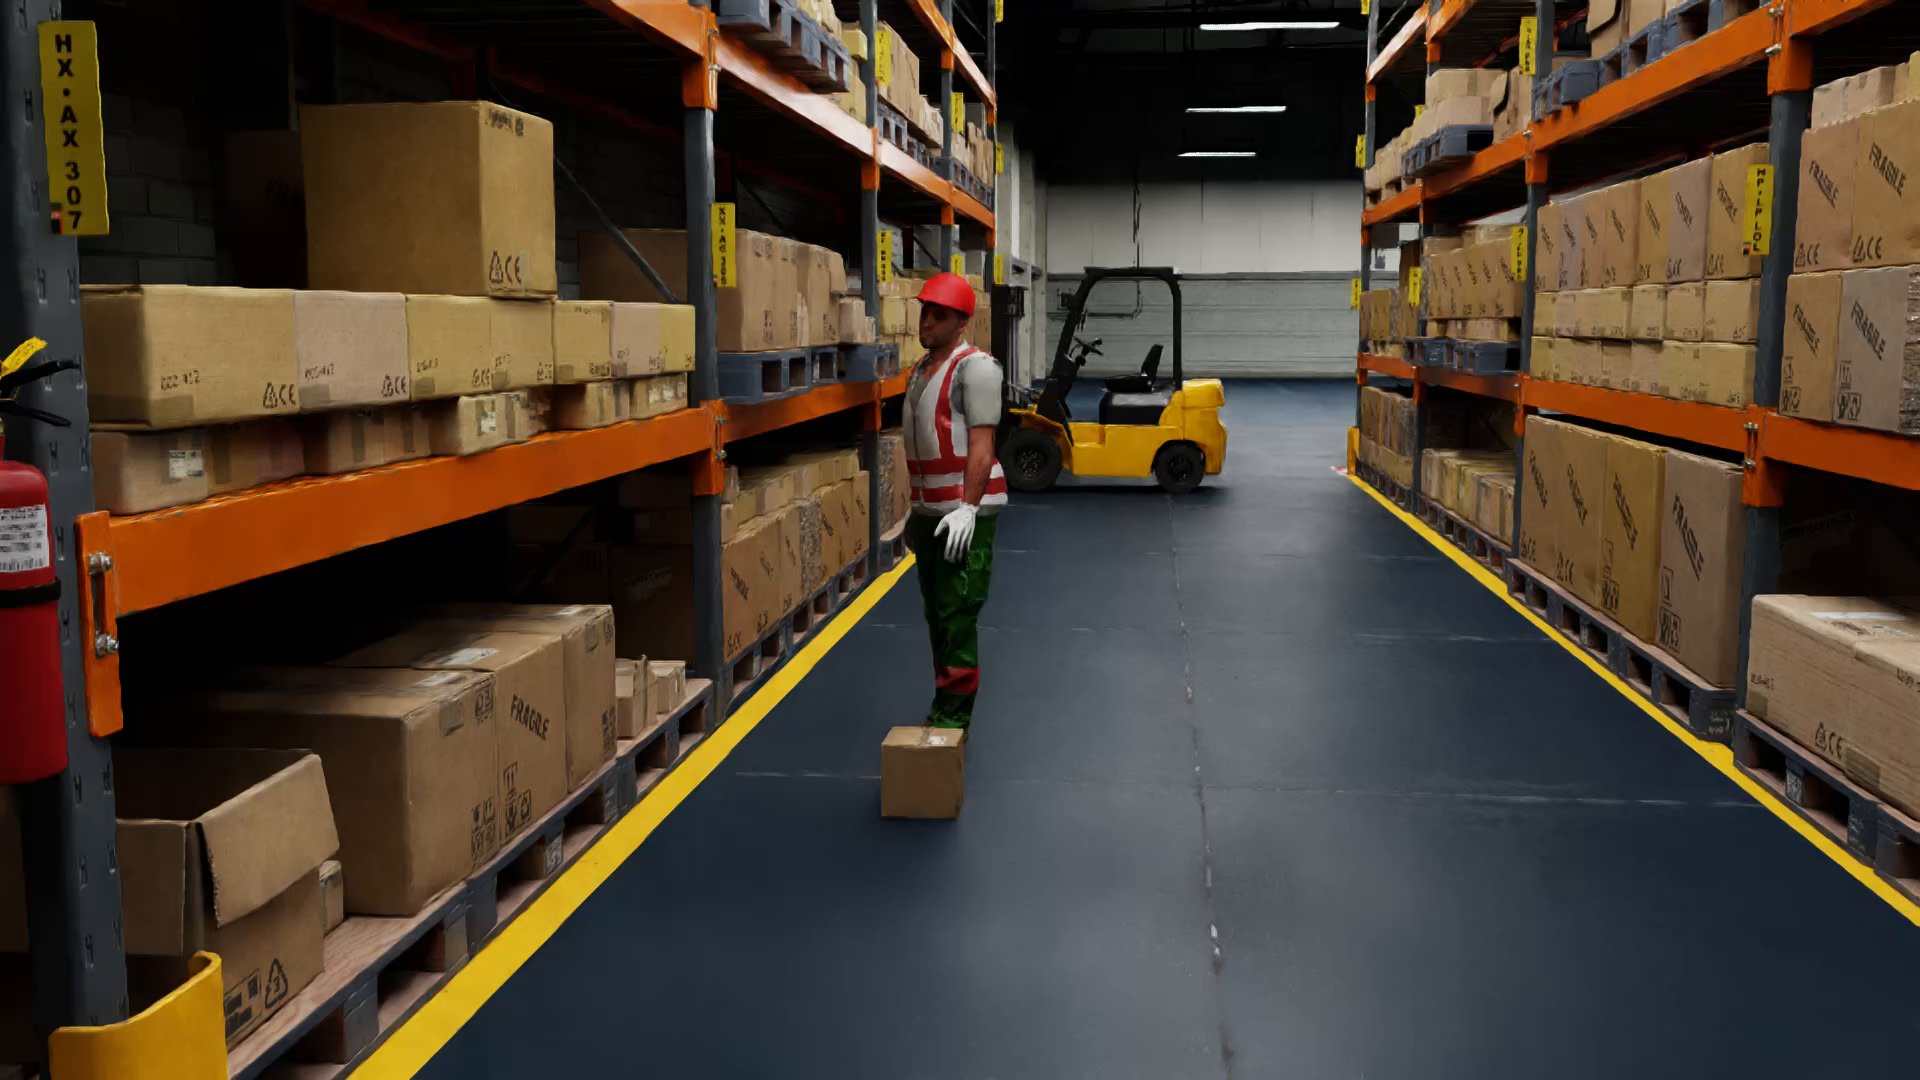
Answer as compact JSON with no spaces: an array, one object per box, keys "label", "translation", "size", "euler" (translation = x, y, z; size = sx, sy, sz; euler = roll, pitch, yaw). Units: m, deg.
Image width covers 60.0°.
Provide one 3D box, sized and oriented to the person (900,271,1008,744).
[{"label":"person","translation":[-0.121,-0.087,6.160],"size":[0.510,1.794,0.621],"euler":[-4,9,-31]}]
